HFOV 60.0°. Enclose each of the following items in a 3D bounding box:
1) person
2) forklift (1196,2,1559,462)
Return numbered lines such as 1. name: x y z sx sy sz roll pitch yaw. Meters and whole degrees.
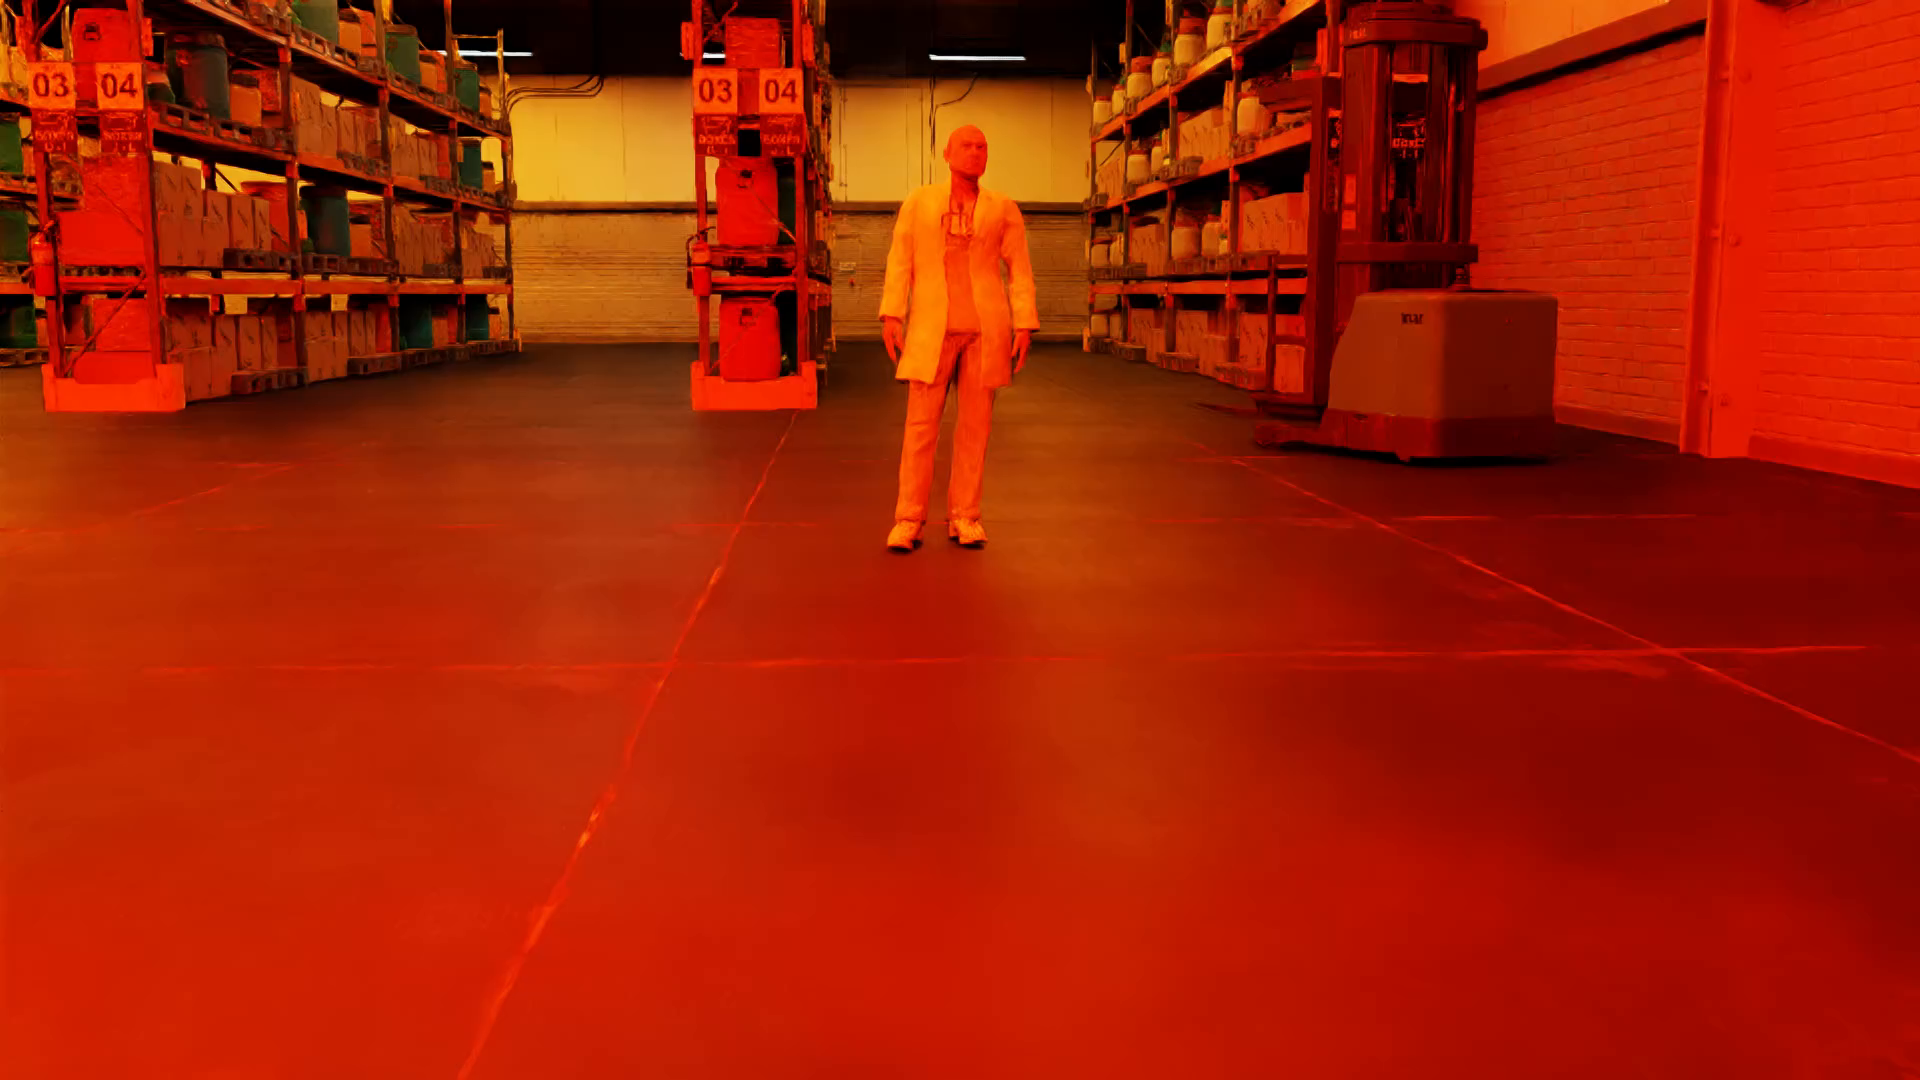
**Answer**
1. person: 0.001 -0.873 7.088 0.694 1.776 0.579 -1 8 -4
2. forklift: 2.756 -2.117 11.591 1.130 2.935 3.031 -4 9 -23
